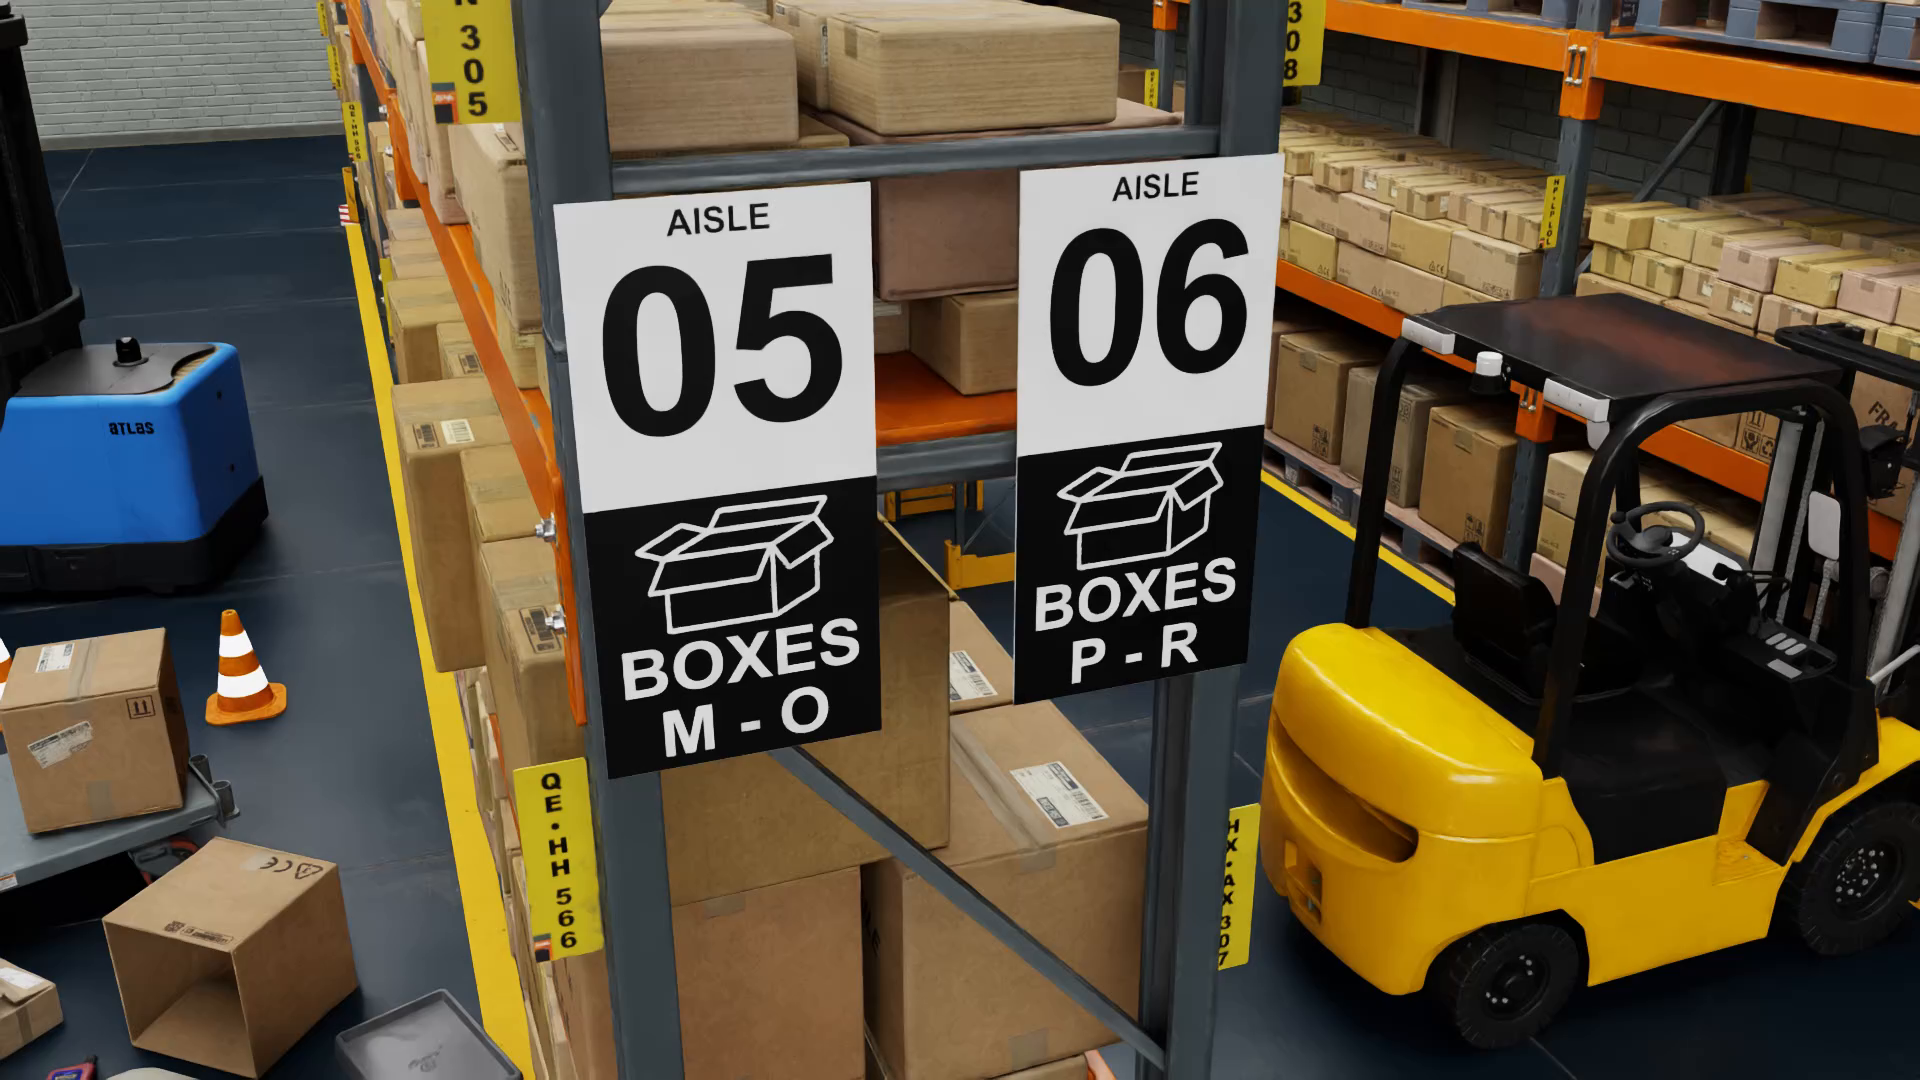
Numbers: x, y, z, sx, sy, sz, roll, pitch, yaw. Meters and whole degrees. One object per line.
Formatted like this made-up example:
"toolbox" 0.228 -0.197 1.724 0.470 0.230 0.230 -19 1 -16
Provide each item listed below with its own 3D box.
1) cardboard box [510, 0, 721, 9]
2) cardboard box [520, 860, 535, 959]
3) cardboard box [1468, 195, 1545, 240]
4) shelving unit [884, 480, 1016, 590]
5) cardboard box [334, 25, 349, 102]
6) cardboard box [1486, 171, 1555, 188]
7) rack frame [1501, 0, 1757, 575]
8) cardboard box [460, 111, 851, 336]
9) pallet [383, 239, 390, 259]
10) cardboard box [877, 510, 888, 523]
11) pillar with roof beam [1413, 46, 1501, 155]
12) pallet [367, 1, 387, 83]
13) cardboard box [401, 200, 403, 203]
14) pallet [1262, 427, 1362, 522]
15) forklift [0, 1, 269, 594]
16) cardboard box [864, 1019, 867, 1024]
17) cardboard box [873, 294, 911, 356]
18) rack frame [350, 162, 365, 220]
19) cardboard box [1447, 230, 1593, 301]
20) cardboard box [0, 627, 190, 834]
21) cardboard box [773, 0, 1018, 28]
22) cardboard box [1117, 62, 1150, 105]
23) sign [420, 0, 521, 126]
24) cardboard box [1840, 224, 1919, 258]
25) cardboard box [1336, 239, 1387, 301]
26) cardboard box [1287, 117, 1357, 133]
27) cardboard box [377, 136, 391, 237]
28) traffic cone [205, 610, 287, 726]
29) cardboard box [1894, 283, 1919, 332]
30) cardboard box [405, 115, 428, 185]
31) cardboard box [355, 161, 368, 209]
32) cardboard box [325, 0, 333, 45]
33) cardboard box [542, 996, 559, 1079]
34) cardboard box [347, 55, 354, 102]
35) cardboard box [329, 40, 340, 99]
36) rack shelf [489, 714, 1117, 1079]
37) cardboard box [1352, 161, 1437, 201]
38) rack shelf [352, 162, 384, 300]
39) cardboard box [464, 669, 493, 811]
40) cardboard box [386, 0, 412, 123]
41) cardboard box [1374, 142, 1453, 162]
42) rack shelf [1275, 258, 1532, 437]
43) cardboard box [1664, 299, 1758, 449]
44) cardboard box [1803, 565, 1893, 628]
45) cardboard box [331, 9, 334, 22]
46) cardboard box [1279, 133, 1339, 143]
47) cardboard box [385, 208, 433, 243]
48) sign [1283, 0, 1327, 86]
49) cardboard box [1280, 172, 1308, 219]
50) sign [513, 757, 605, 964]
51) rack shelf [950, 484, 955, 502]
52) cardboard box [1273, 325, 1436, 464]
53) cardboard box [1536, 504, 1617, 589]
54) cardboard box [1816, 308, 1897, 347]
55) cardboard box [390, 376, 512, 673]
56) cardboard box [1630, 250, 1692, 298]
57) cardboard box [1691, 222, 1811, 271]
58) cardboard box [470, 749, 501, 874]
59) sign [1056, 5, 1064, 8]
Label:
"cardboard box" -0.607 -0.832 2.796 0.380 0.149 0.250 -9 24 -20
"cardboard box" -0.945 0.936 4.367 0.380 0.149 0.250 -7 24 -17
"cardboard box" 2.744 -1.592 8.201 0.380 0.149 0.250 -9 24 -20
"shelving unit" 0.027 -0.663 8.893 0.587 1.500 1.083 -8 24 -19
"cardboard box" -4.401 -3.594 12.499 0.500 0.500 0.500 -8 24 -18
"cardboard box" 3.014 -1.850 8.812 0.380 0.149 0.250 -9 24 -20
"rack frame" 3.181 -1.062 7.908 1.000 3.000 0.127 -8 24 -19
"cardboard box" -0.481 -0.525 2.582 0.500 0.250 0.500 -9 24 -20
"pallet" -2.523 -1.500 9.194 1.213 0.211 1.003 -8 24 -19
"cardboard box" -0.511 0.124 4.582 0.500 0.500 0.500 -9 24 -20
"pillar with roof beam" -0.956 -4.339 7.959 9.100 9.000 0.400 -8 24 -19
"pallet" -1.580 -1.914 6.309 1.213 0.211 1.003 -8 24 -19
"cardboard box" -2.210 -1.537 7.147 0.380 0.149 0.250 -9 25 -21
"pallet" 2.449 -0.483 10.125 1.003 0.211 1.213 -8 24 -19
"forklift" -5.392 -1.222 8.375 3.031 2.935 1.130 -1 23 -3
"cardboard box" -0.077 0.948 3.462 0.380 0.149 0.250 -8 24 -18
"cardboard box" -0.038 -0.441 2.895 0.380 0.149 0.250 -9 25 -21
"rack frame" -5.701 -4.740 16.633 1.000 3.000 0.127 -8 24 -19
"cardboard box" 2.768 -1.367 8.180 0.500 0.250 0.500 -9 24 -20
"cardboard box" -3.116 0.678 6.022 0.500 0.500 0.500 -8 24 -19
"cardboard box" -0.118 -0.906 2.972 0.380 0.149 0.250 -8 24 -19
"cardboard box" 1.018 -3.324 12.601 0.797 0.503 0.637 -9 24 -20
"sign" -0.575 -0.648 1.922 0.100 0.325 0.005 -8 24 -19
"cardboard box" 3.879 -1.196 6.879 0.380 0.149 0.250 -9 24 -20
"cardboard box" 2.428 -1.507 9.156 0.500 0.250 0.500 -8 24 -19
"cardboard box" 2.303 -2.588 10.564 0.380 0.149 0.250 -8 24 -19
"cardboard box" -2.741 -1.826 8.668 0.500 0.500 0.500 -7 24 -16
"traffic cone" -3.209 0.531 7.394 0.336 0.463 0.334 -8 24 -19
"cardboard box" 3.650 -0.842 6.039 0.380 0.149 0.250 -8 24 -19
"cardboard box" -1.208 -1.019 4.266 0.380 0.149 0.250 -9 24 -20
"cardboard box" -3.861 -2.462 11.422 0.500 0.250 0.500 -9 24 -20
"cardboard box" -5.609 -4.846 15.470 0.500 0.500 0.500 -9 24 -20
"cardboard box" -0.763 1.357 4.202 0.500 0.500 0.500 -7 24 -17
"cardboard box" -3.660 -2.858 10.754 0.500 0.500 0.500 -8 24 -19
"cardboard box" -5.800 -4.572 16.107 0.500 0.500 0.500 -9 24 -19
"rack shelf" -0.755 0.679 4.704 1.077 0.370 4.000 -8 24 -19
"cardboard box" 2.373 -1.961 9.076 0.380 0.149 0.250 -8 24 -19
"rack shelf" -3.581 -2.228 11.601 1.077 0.370 4.000 -8 24 -19
"cardboard box" -1.506 0.600 5.999 0.500 0.500 0.500 -7 24 -16
"cardboard box" -1.207 -1.262 4.331 0.500 0.250 0.500 -8 24 -19
"cardboard box" 2.632 -2.215 9.679 0.380 0.149 0.250 -8 24 -17
"rack shelf" 2.474 -1.457 9.771 1.077 0.370 4.000 -8 24 -19
"cardboard box" 3.293 -0.724 6.977 0.500 0.500 0.500 -8 24 -18
"cardboard box" 3.594 0.328 6.322 0.500 0.250 0.500 -9 24 -20
"cardboard box" -4.884 -4.112 13.728 0.500 0.500 0.500 -9 24 -20
"cardboard box" 2.036 -2.337 9.969 0.380 0.149 0.250 -8 24 -18
"cardboard box" -1.509 -0.834 5.567 0.700 0.500 0.500 -9 24 -20
"sign" 0.459 -0.786 2.265 0.100 0.325 0.005 -8 24 -19
"cardboard box" 2.040 -2.107 9.937 0.500 0.250 0.500 -9 24 -20
"sign" -0.575 0.464 2.391 0.100 0.325 0.005 -8 24 -19
"rack shelf" 0.030 -0.494 8.955 0.538 0.185 1.000 -8 24 -19
"cardboard box" 2.452 -0.905 10.052 0.875 0.625 0.625 -9 25 -21
"cardboard box" 3.063 -0.001 7.745 0.500 0.250 0.500 -8 24 -19
"cardboard box" 3.473 -0.786 6.289 0.380 0.149 0.250 -9 25 -21
"cardboard box" -0.881 -0.082 3.783 0.700 0.500 0.500 -9 24 -20
"cardboard box" 3.140 -1.161 7.179 0.380 0.149 0.250 -8 24 -18
"cardboard box" 3.291 -1.213 6.920 0.380 0.149 0.250 -9 24 -20
"cardboard box" -1.506 0.945 6.144 0.500 0.250 0.500 -10 25 -21
"sign" 0.873 -4.580 14.763 0.100 0.325 0.005 -8 24 -19
